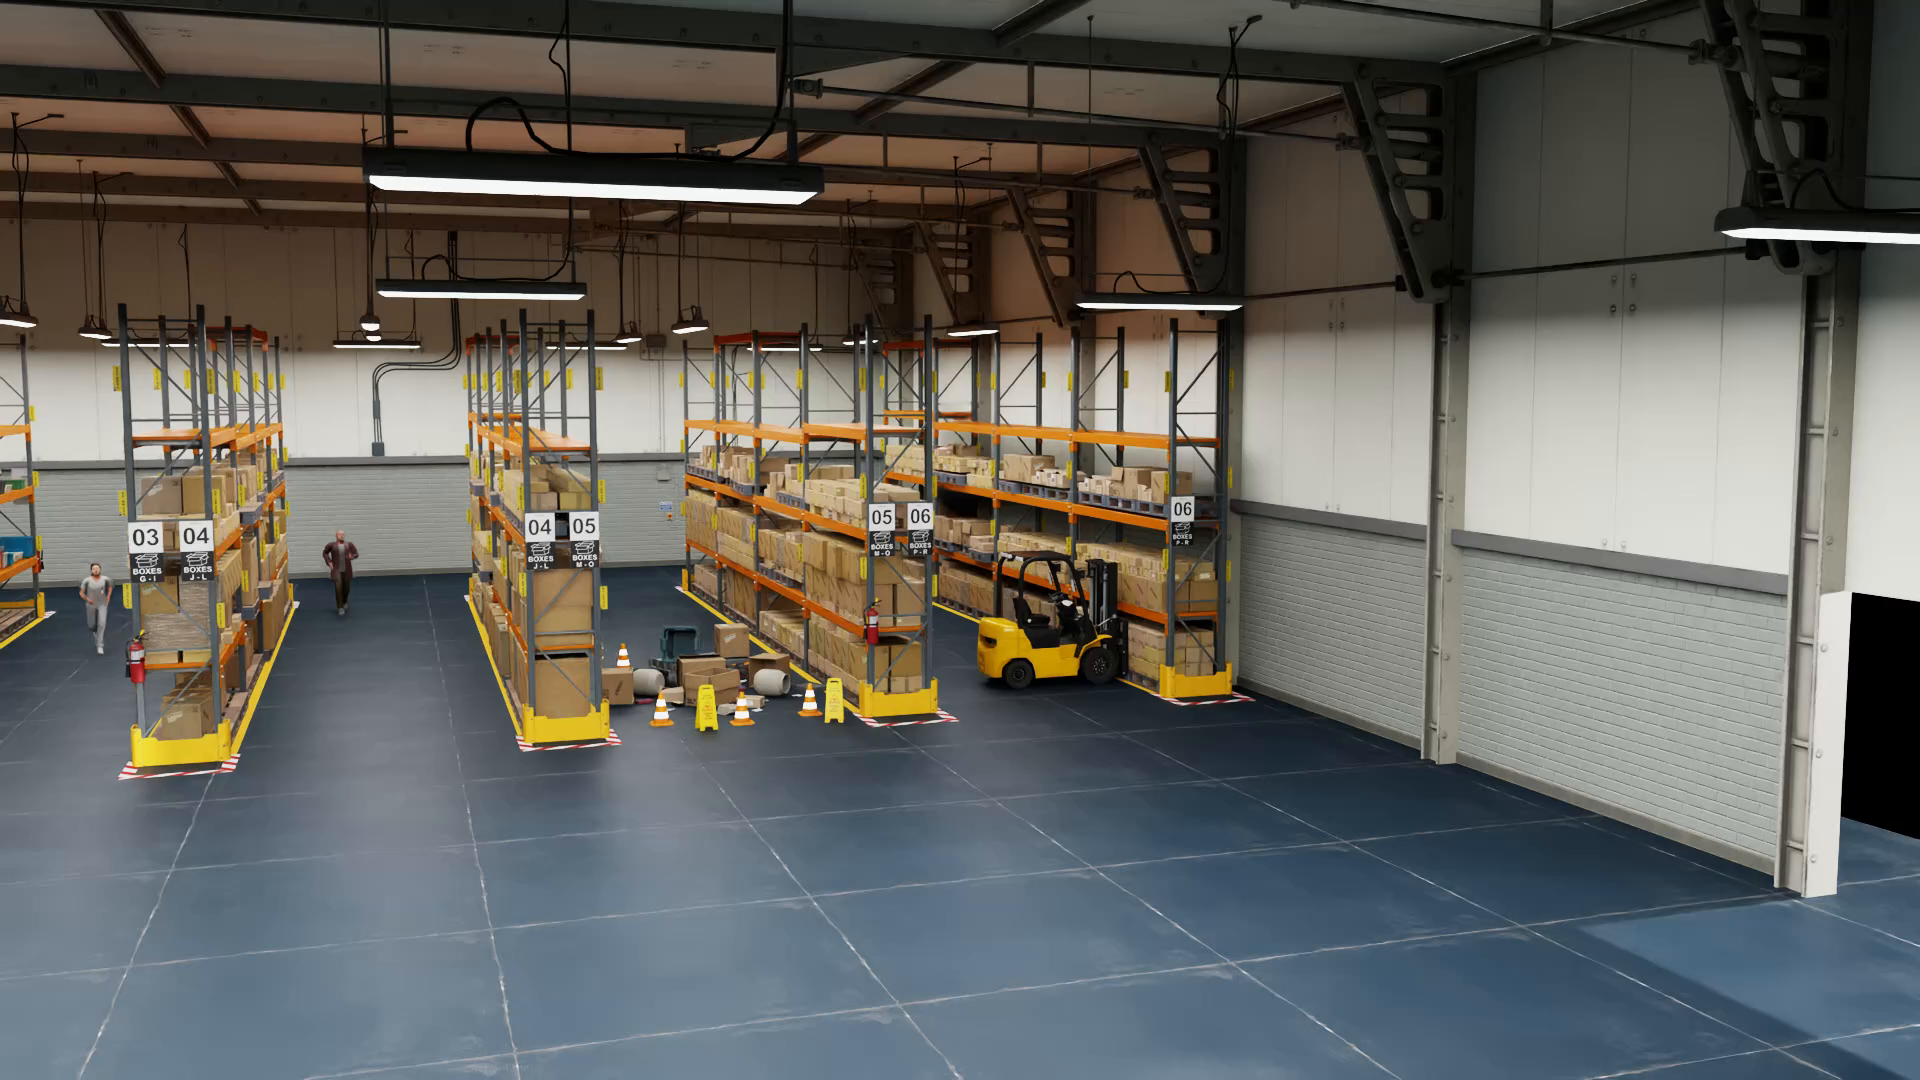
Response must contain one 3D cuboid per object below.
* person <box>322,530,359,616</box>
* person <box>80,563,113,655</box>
[{"bbox_3d":[-13.394,0.688,36.063,0.712,1.813,0.936,-4,6,-33],"label":"person"},{"bbox_3d":[-16.116,1.256,31.046,0.538,1.662,1.091,-2,6,-24],"label":"person"}]
